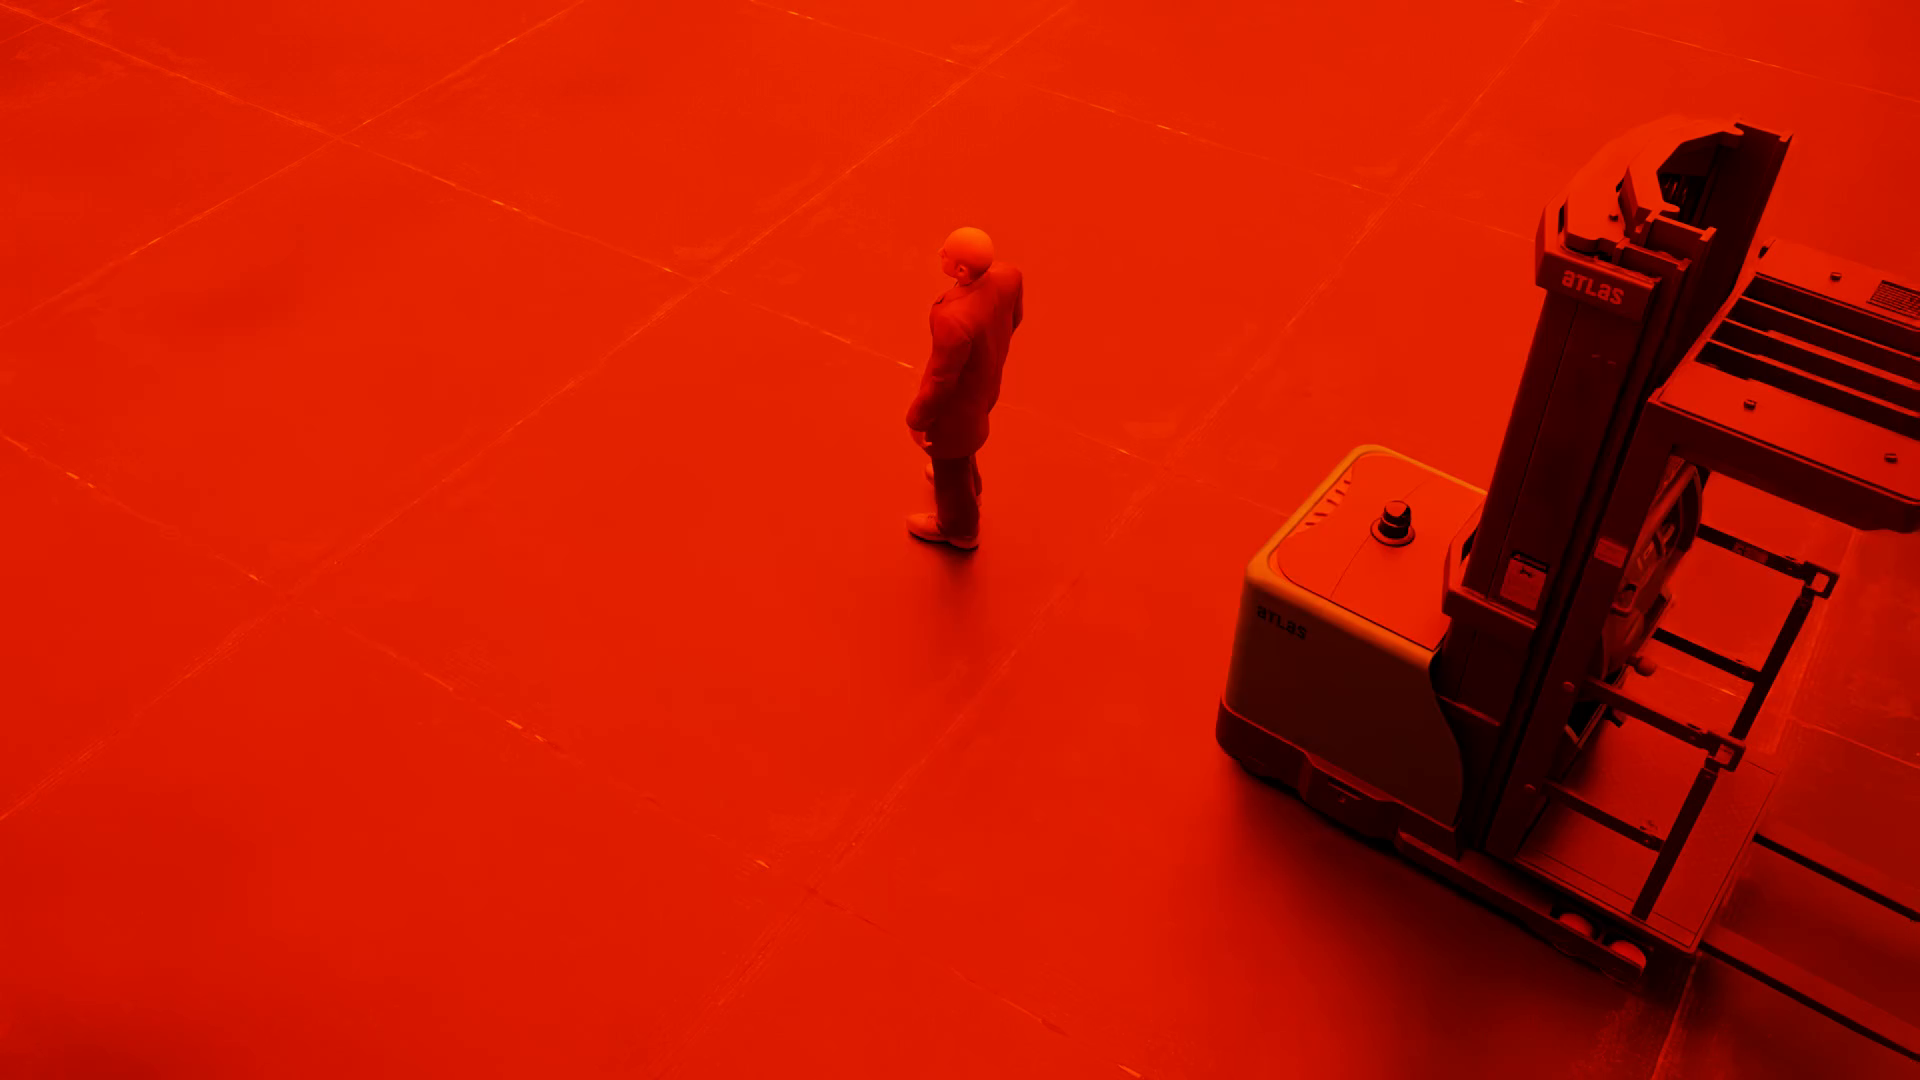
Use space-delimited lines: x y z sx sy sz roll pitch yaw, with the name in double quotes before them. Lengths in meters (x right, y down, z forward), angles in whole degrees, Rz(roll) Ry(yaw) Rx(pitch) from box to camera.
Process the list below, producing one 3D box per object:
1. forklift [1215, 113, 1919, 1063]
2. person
"forklift" 2.552 0.175 5.664 3.031 2.935 1.130 28 50 26
"person" -0.076 -0.687 7.401 0.580 1.778 0.696 24 48 23
